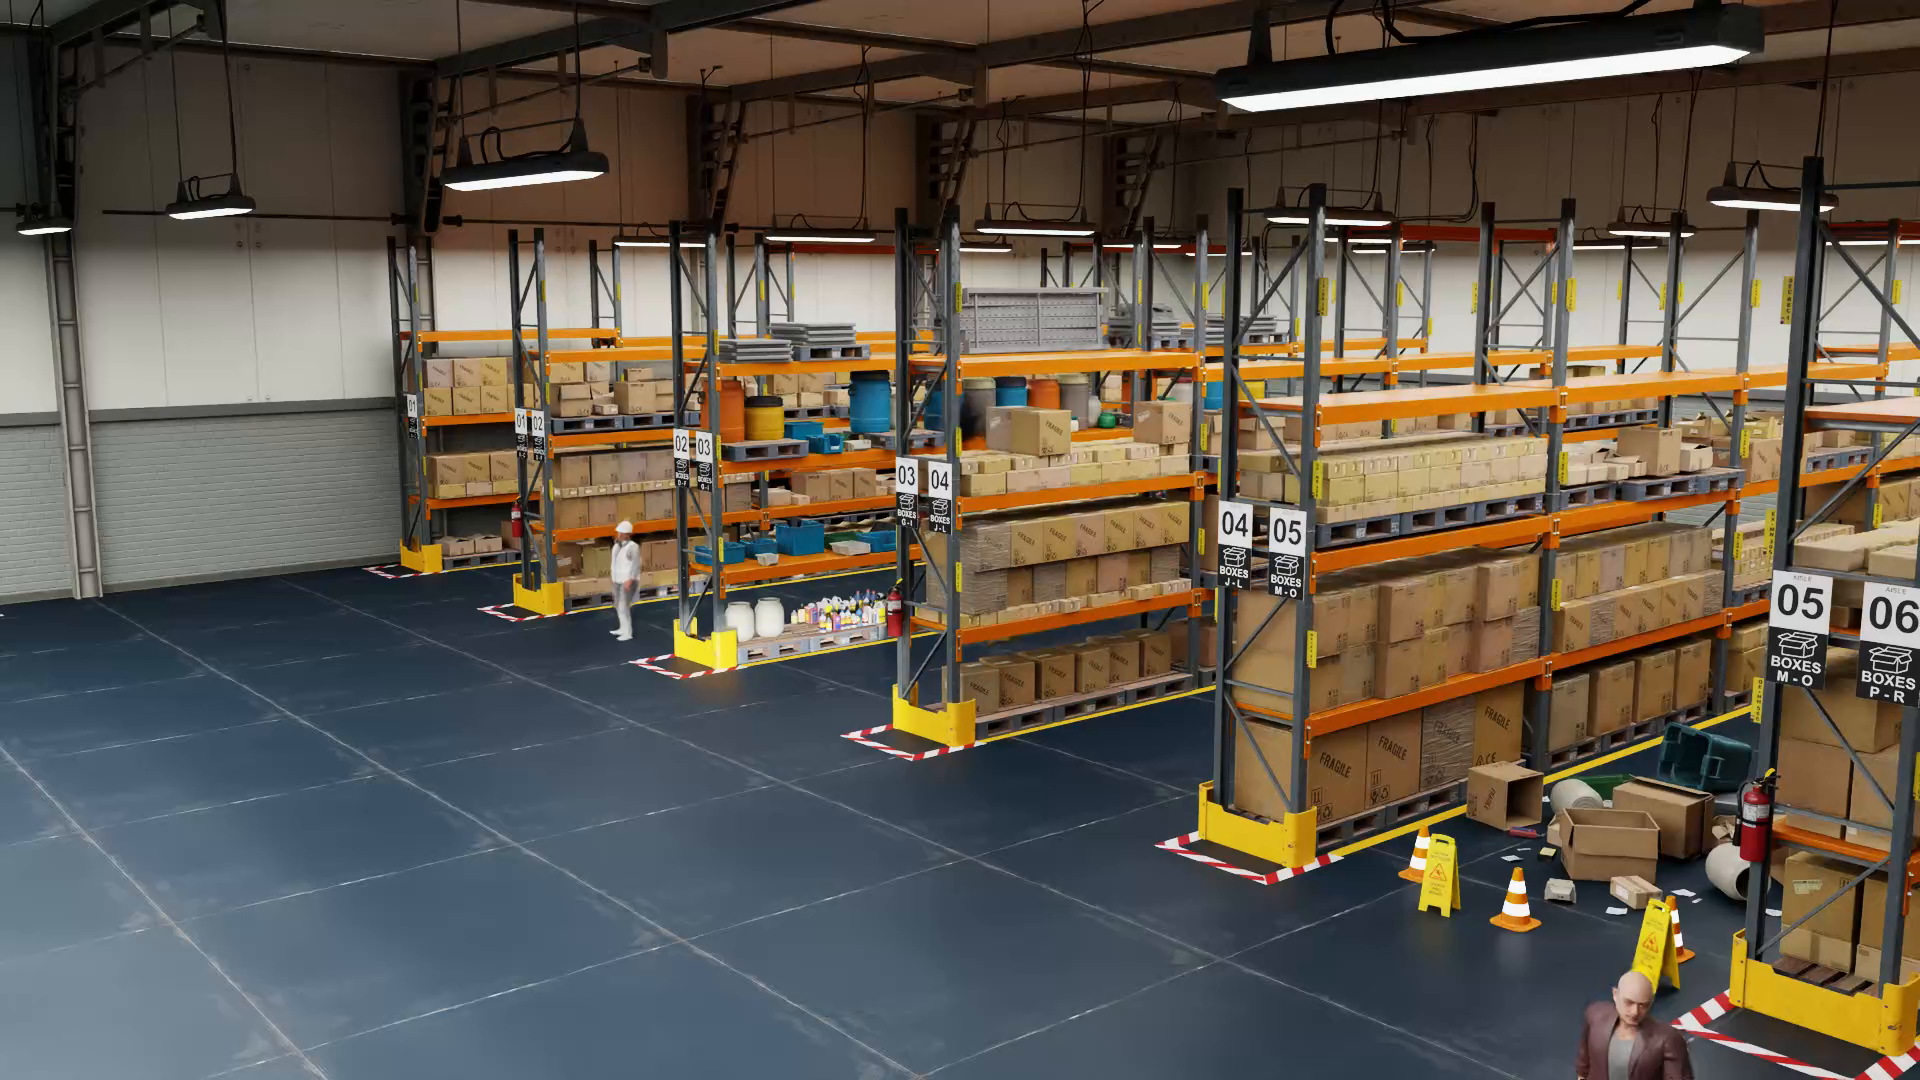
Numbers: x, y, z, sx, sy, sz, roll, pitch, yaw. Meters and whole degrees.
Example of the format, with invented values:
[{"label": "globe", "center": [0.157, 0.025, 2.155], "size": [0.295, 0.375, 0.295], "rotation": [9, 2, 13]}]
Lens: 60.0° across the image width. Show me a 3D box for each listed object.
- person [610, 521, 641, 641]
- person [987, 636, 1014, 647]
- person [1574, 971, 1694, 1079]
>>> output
[{"label": "person", "center": [-4.936, 0.584, 24.353], "size": [0.732, 1.759, 0.455], "rotation": [8, 12, 42]}, {"label": "person", "center": [0.482, 0.578, 22.552], "size": [0.690, 1.811, 0.686], "rotation": [-8, 12, -41]}, {"label": "person", "center": [3.401, 3.013, 8.491], "size": [0.665, 1.732, 0.877], "rotation": [6, 10, 32]}]
